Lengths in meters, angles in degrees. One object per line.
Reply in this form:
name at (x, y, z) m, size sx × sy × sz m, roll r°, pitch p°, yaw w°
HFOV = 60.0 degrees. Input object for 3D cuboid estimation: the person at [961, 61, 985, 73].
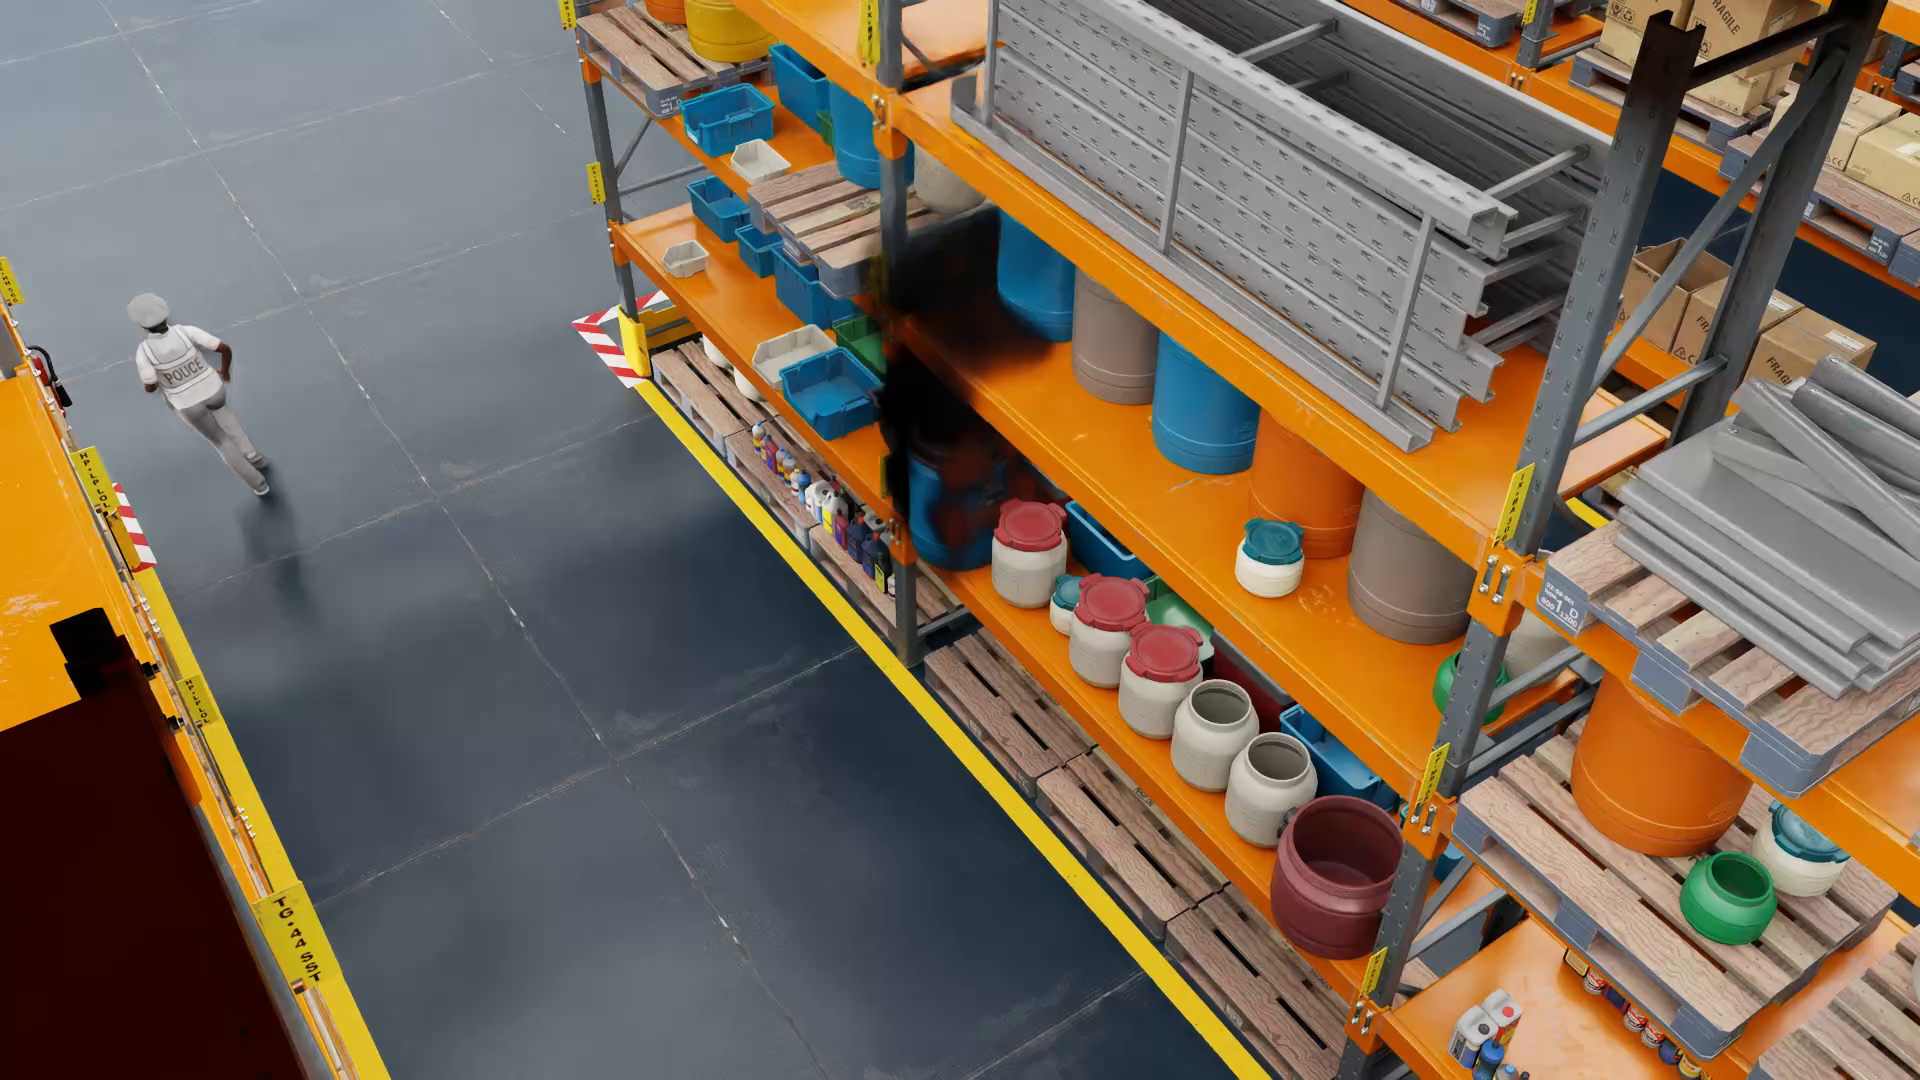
person at (0.270, -4.917, 15.931) m, size 0.592 × 1.619 × 0.591 m, roll 1°, pitch 43°, yaw 1°

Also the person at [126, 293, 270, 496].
person at (-5.331, -1.005, 11.651) m, size 0.704 × 1.692 × 0.625 m, roll 31°, pitch 51°, yaw 29°
